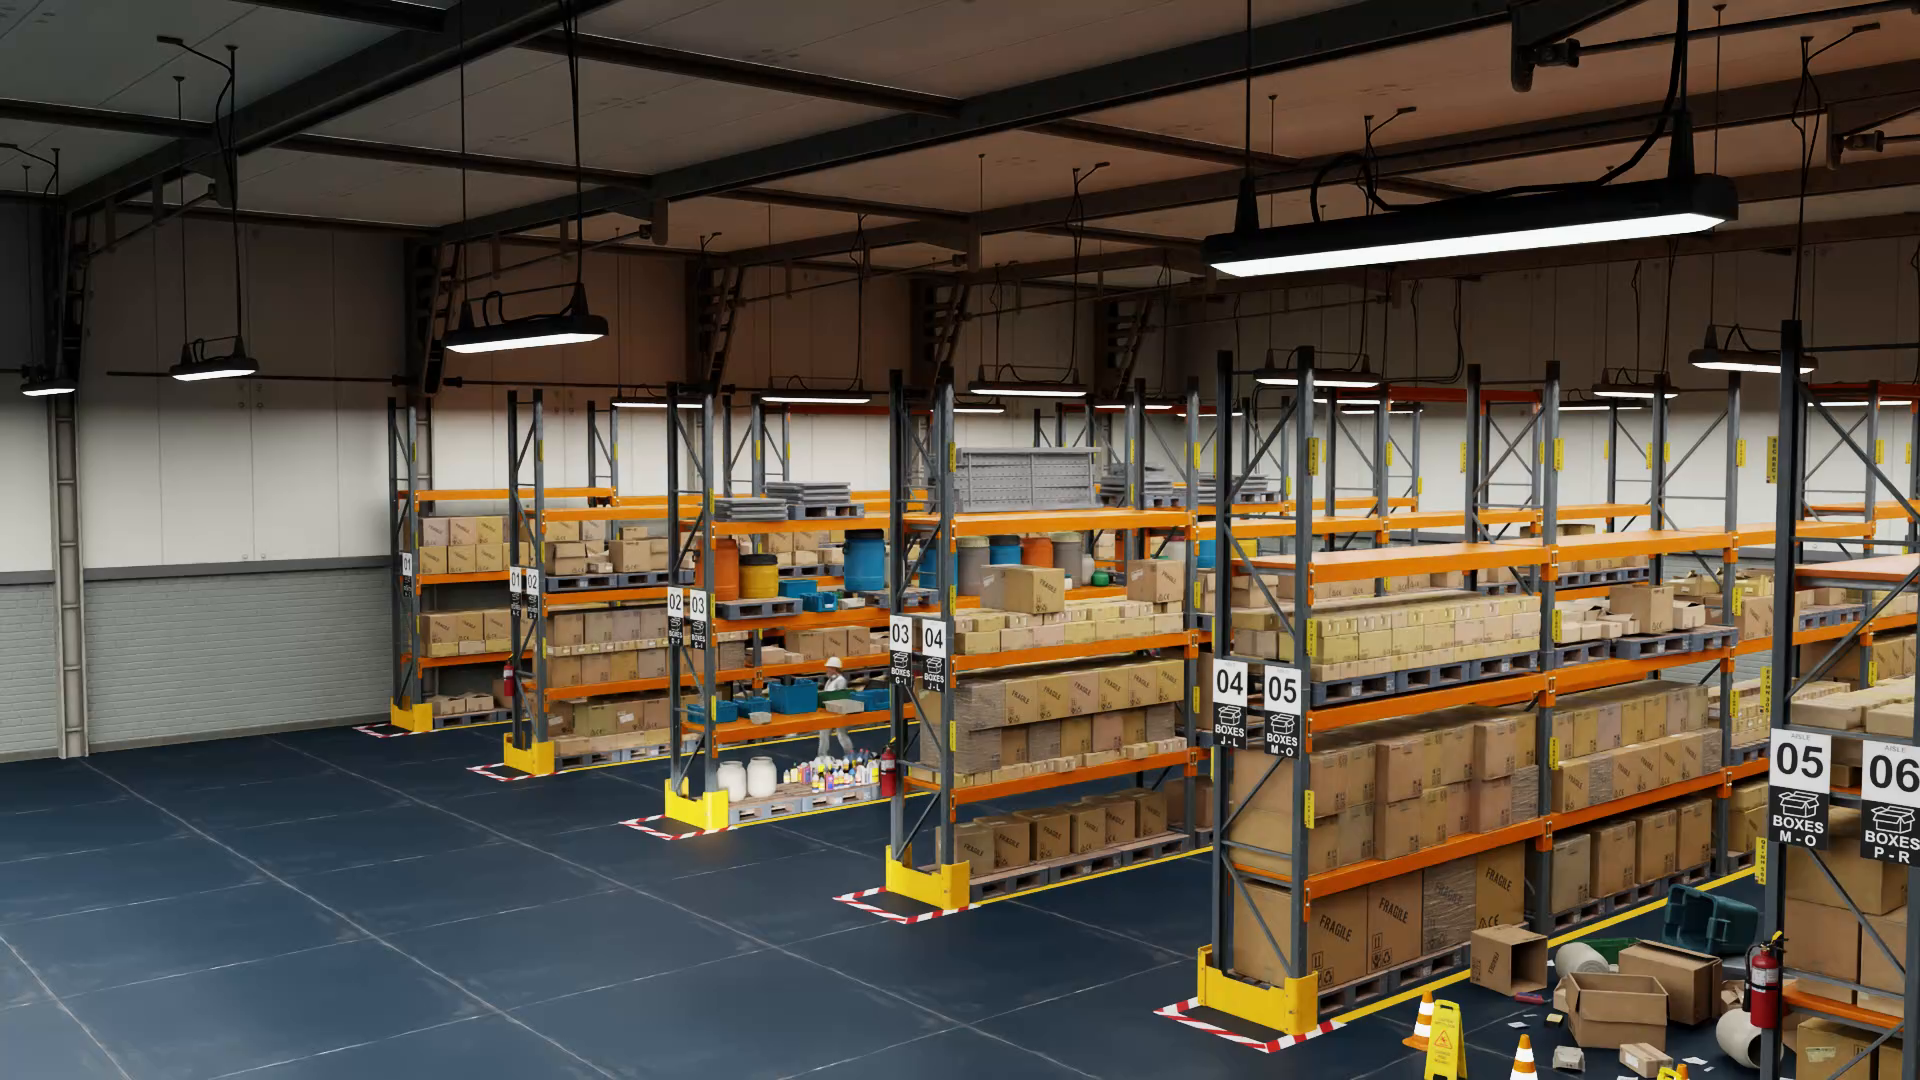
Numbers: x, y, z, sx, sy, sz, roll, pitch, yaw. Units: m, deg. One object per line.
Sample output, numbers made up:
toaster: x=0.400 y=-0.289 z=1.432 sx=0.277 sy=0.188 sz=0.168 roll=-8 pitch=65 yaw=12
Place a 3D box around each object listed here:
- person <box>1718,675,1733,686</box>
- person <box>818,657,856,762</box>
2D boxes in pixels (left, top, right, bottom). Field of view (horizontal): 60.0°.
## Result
person: x=12.013 y=2.853 z=25.953 sx=0.768 sy=1.563 sz=0.416 roll=-3 pitch=4 yaw=-42
person: x=-2.022 y=2.749 z=26.336 sx=0.814 sy=1.777 sz=0.565 roll=-2 pitch=4 yaw=-30
